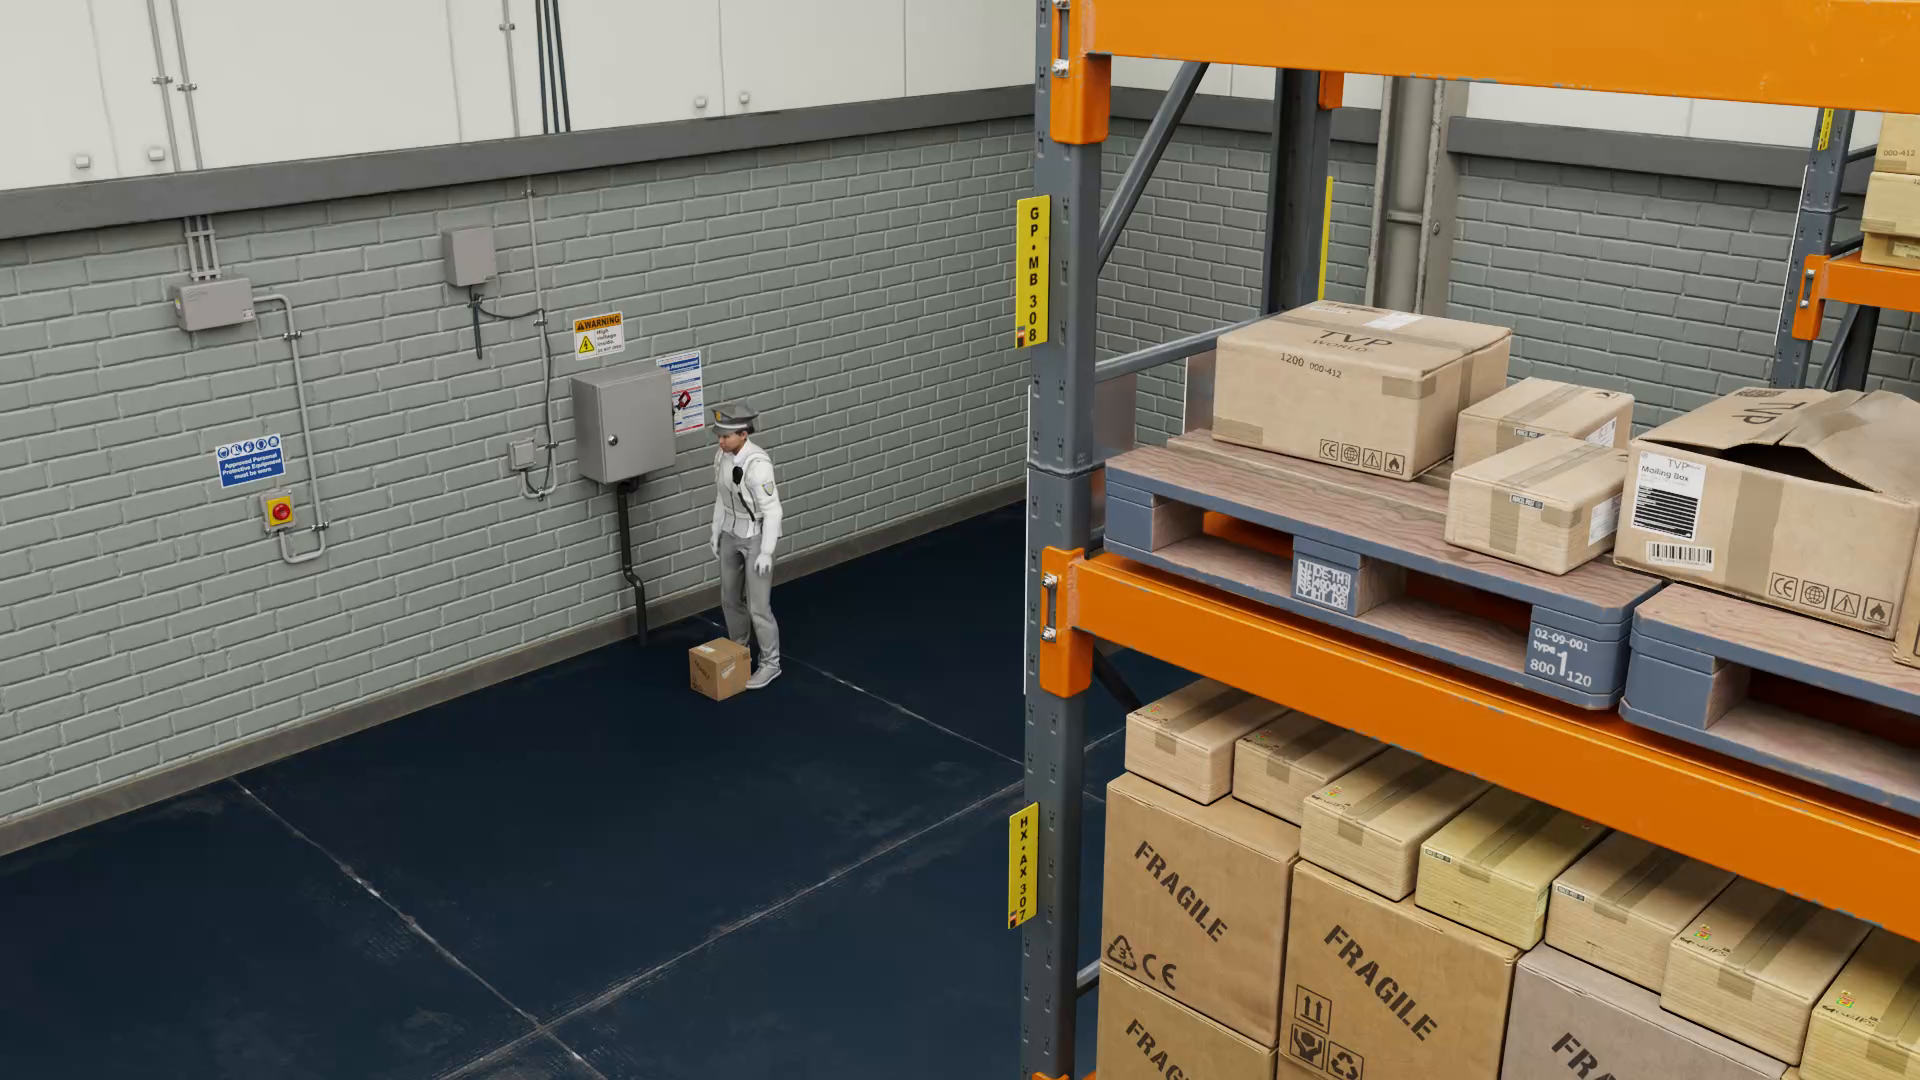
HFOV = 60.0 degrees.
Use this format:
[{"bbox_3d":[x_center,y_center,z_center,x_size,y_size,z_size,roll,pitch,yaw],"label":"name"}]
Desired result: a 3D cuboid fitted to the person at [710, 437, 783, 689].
[{"bbox_3d":[-1.221,0.112,9.561,0.528,1.464,0.358,19,28,41],"label":"person"}]
